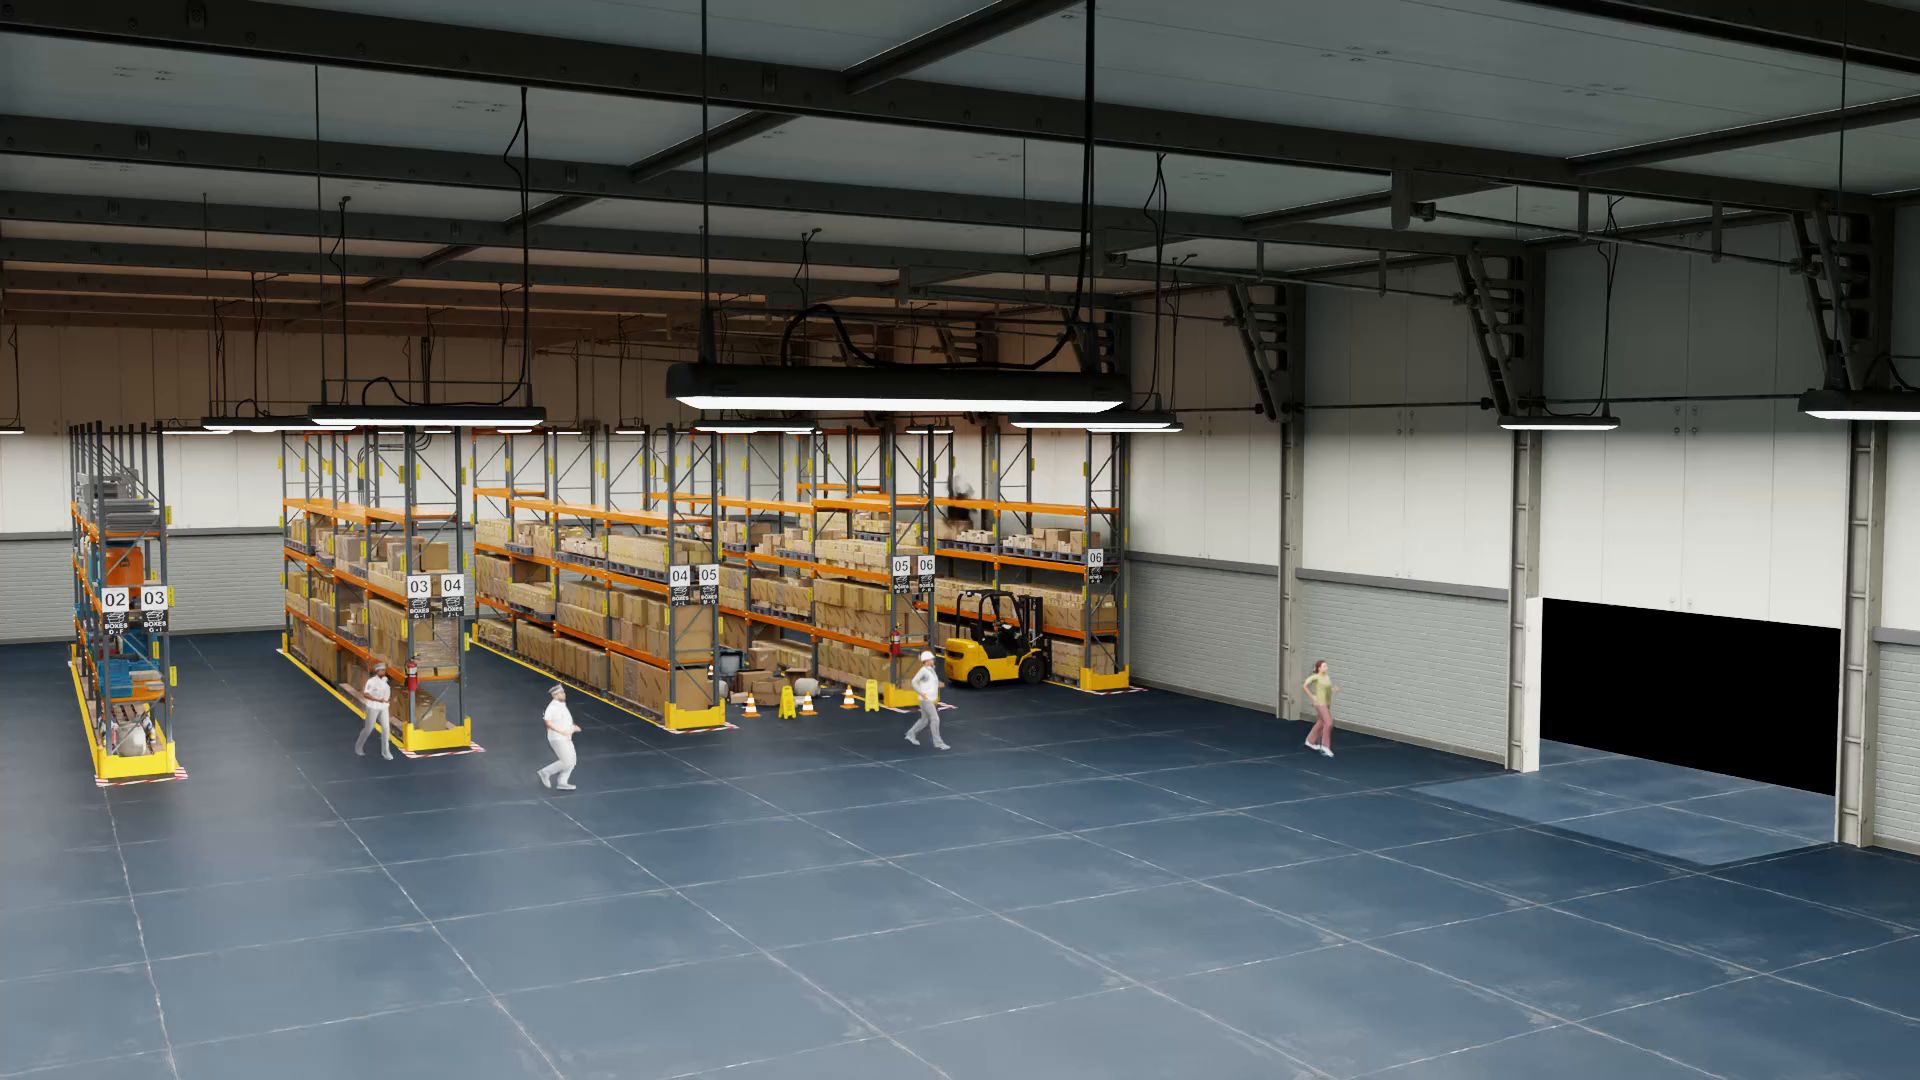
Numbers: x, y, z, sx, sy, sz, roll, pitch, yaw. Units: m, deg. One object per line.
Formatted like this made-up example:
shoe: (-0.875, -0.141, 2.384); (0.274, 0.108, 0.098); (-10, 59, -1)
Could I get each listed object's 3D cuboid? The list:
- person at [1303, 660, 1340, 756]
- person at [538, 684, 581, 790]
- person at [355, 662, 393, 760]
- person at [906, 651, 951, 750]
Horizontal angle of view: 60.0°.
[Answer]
person: (6.538, 3.025, 30.095); (0.690, 1.723, 0.560); (3, 5, 43)
person: (-6.494, 3.187, 26.943); (0.627, 1.731, 0.661); (0, 4, -1)
person: (-10.397, 3.040, 29.743); (0.825, 1.726, 0.620); (2, 4, 35)
person: (-0.585, 2.924, 30.469); (0.872, 1.774, 0.658); (1, 4, 12)
